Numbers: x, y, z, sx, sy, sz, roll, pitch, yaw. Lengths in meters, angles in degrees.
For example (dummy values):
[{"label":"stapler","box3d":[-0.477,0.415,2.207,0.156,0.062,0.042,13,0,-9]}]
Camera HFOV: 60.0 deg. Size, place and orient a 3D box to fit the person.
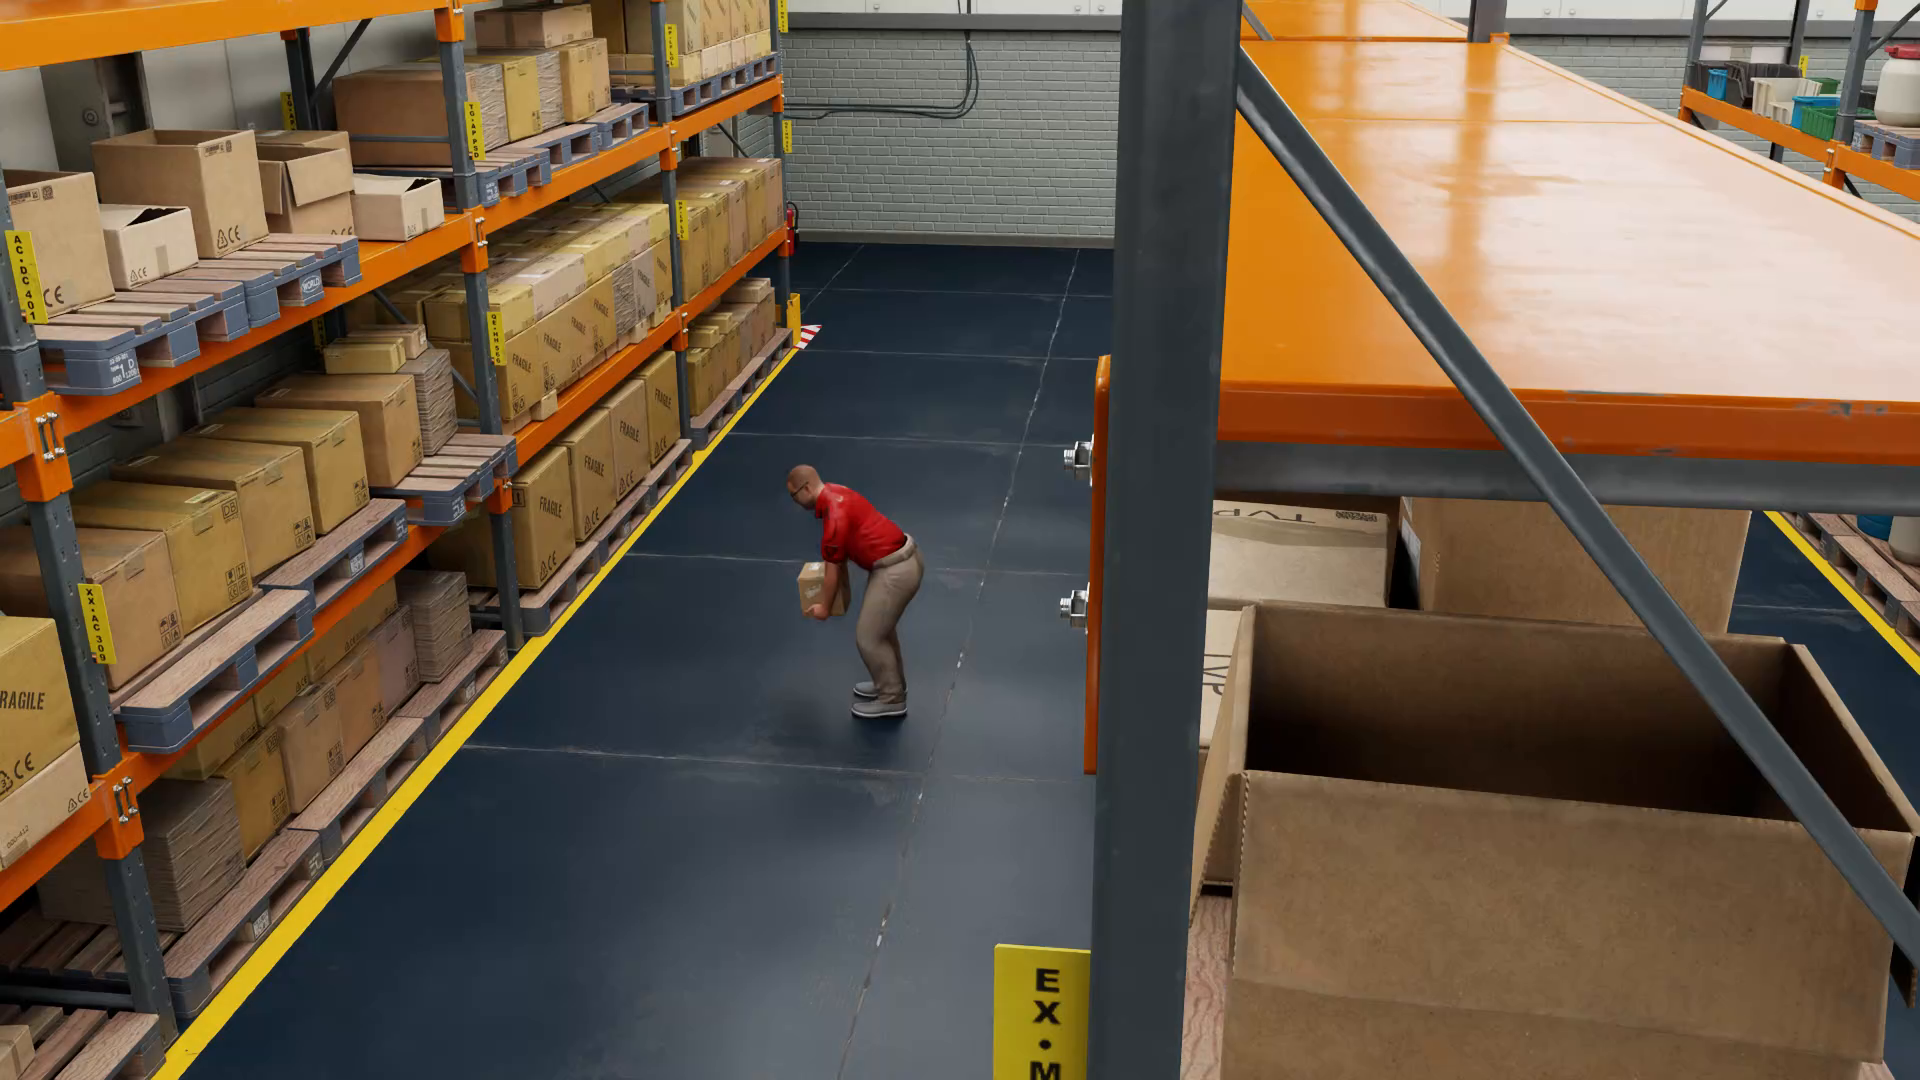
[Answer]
[{"label":"person","box3d":[-0.603,0.279,9.706,0.779,1.501,0.477,2,21,5]}]
